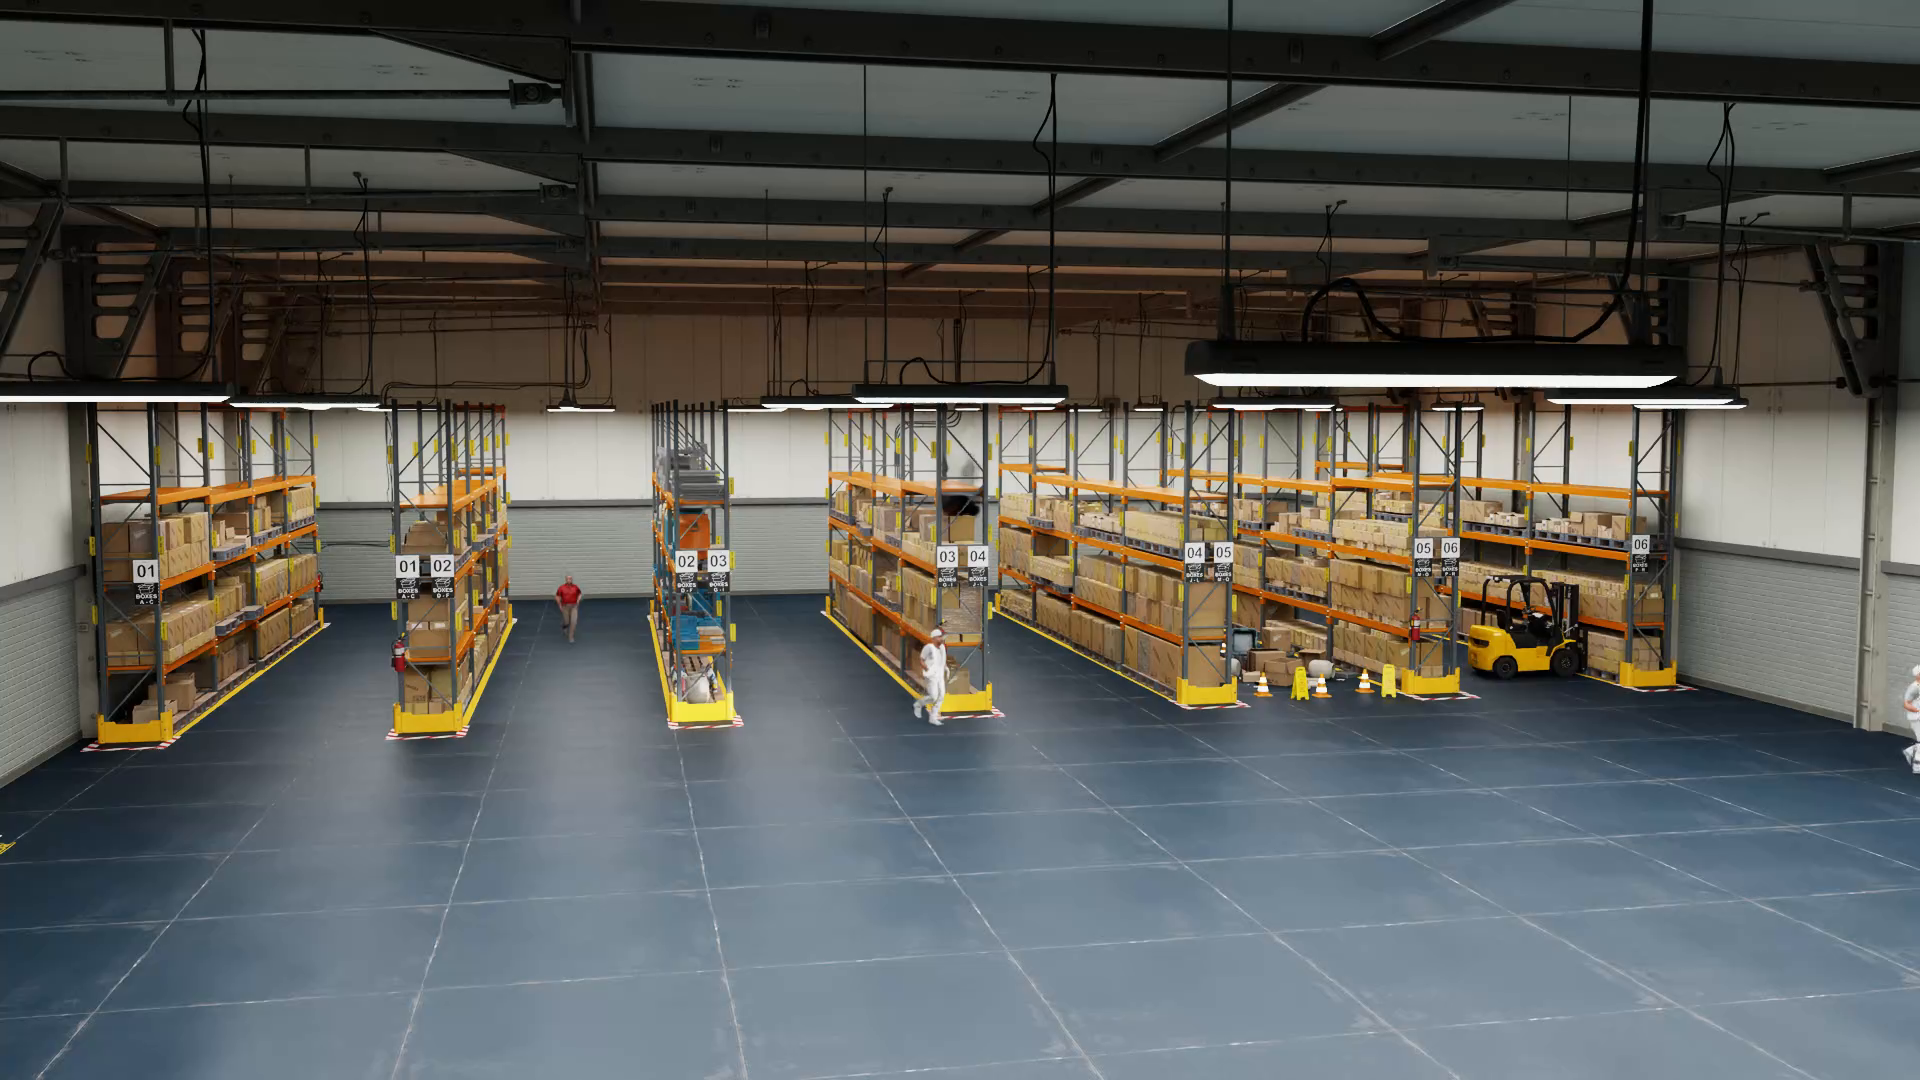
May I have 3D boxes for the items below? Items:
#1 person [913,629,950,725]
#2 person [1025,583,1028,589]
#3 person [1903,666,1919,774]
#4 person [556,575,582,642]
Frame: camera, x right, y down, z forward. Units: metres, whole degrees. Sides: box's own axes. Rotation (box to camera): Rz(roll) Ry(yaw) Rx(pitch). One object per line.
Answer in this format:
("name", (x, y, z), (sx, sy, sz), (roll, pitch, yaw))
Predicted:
("person", (-0.516, 2.533, 30.971), (0.640, 1.757, 0.701), (3, 6, 39))
("person", (2.097, 1.140, 49.891), (0.786, 1.685, 0.650), (3, 5, 35))
("person", (15.276, 2.861, 26.431), (0.652, 1.738, 0.615), (-3, 5, -31))
("person", (-9.881, 1.726, 42.063), (0.663, 1.691, 0.634), (-2, 5, -23))
